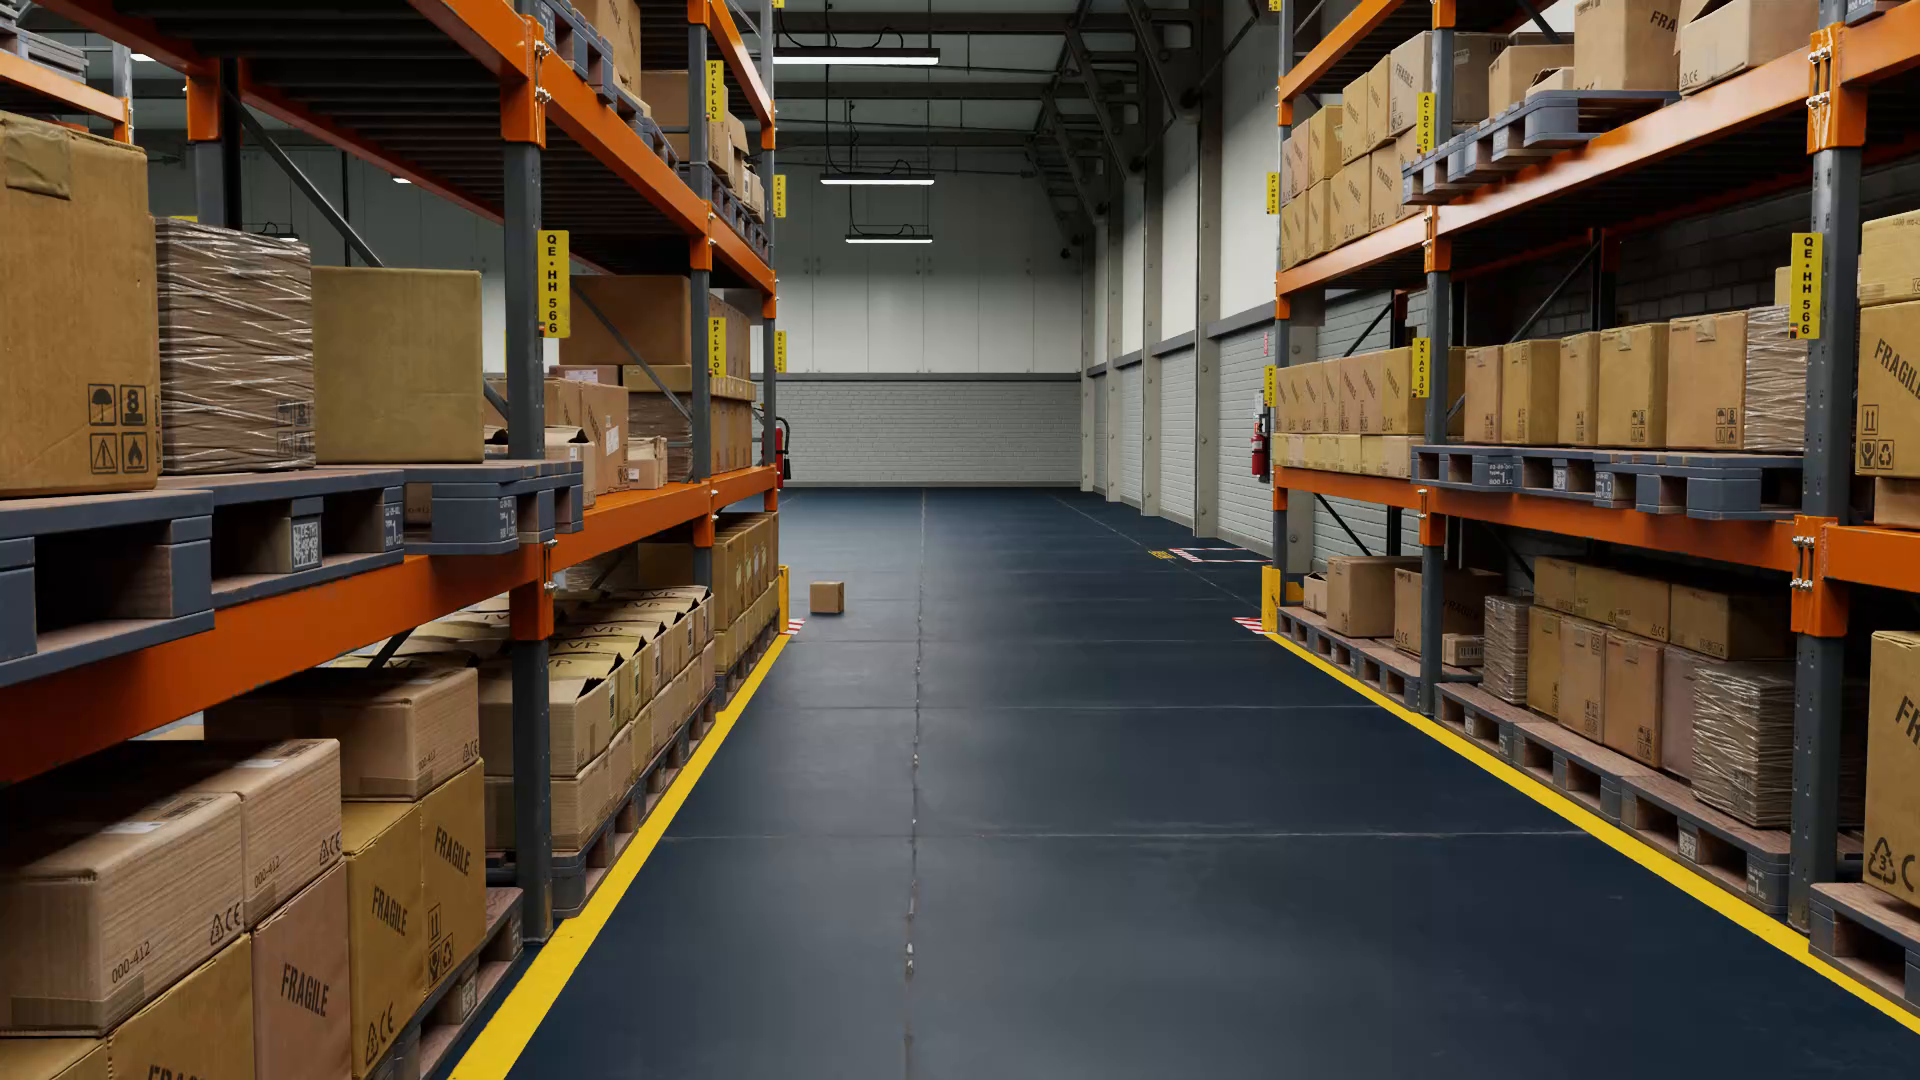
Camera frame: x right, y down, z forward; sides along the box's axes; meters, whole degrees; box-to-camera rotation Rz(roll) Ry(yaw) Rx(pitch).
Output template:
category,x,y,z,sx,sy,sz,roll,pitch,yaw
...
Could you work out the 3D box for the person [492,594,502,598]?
category,x,y,z,sx,sy,sz,roll,pitch,yaw
person,-3.720,-0.143,13.494,0.539,1.700,0.838,4,5,45
